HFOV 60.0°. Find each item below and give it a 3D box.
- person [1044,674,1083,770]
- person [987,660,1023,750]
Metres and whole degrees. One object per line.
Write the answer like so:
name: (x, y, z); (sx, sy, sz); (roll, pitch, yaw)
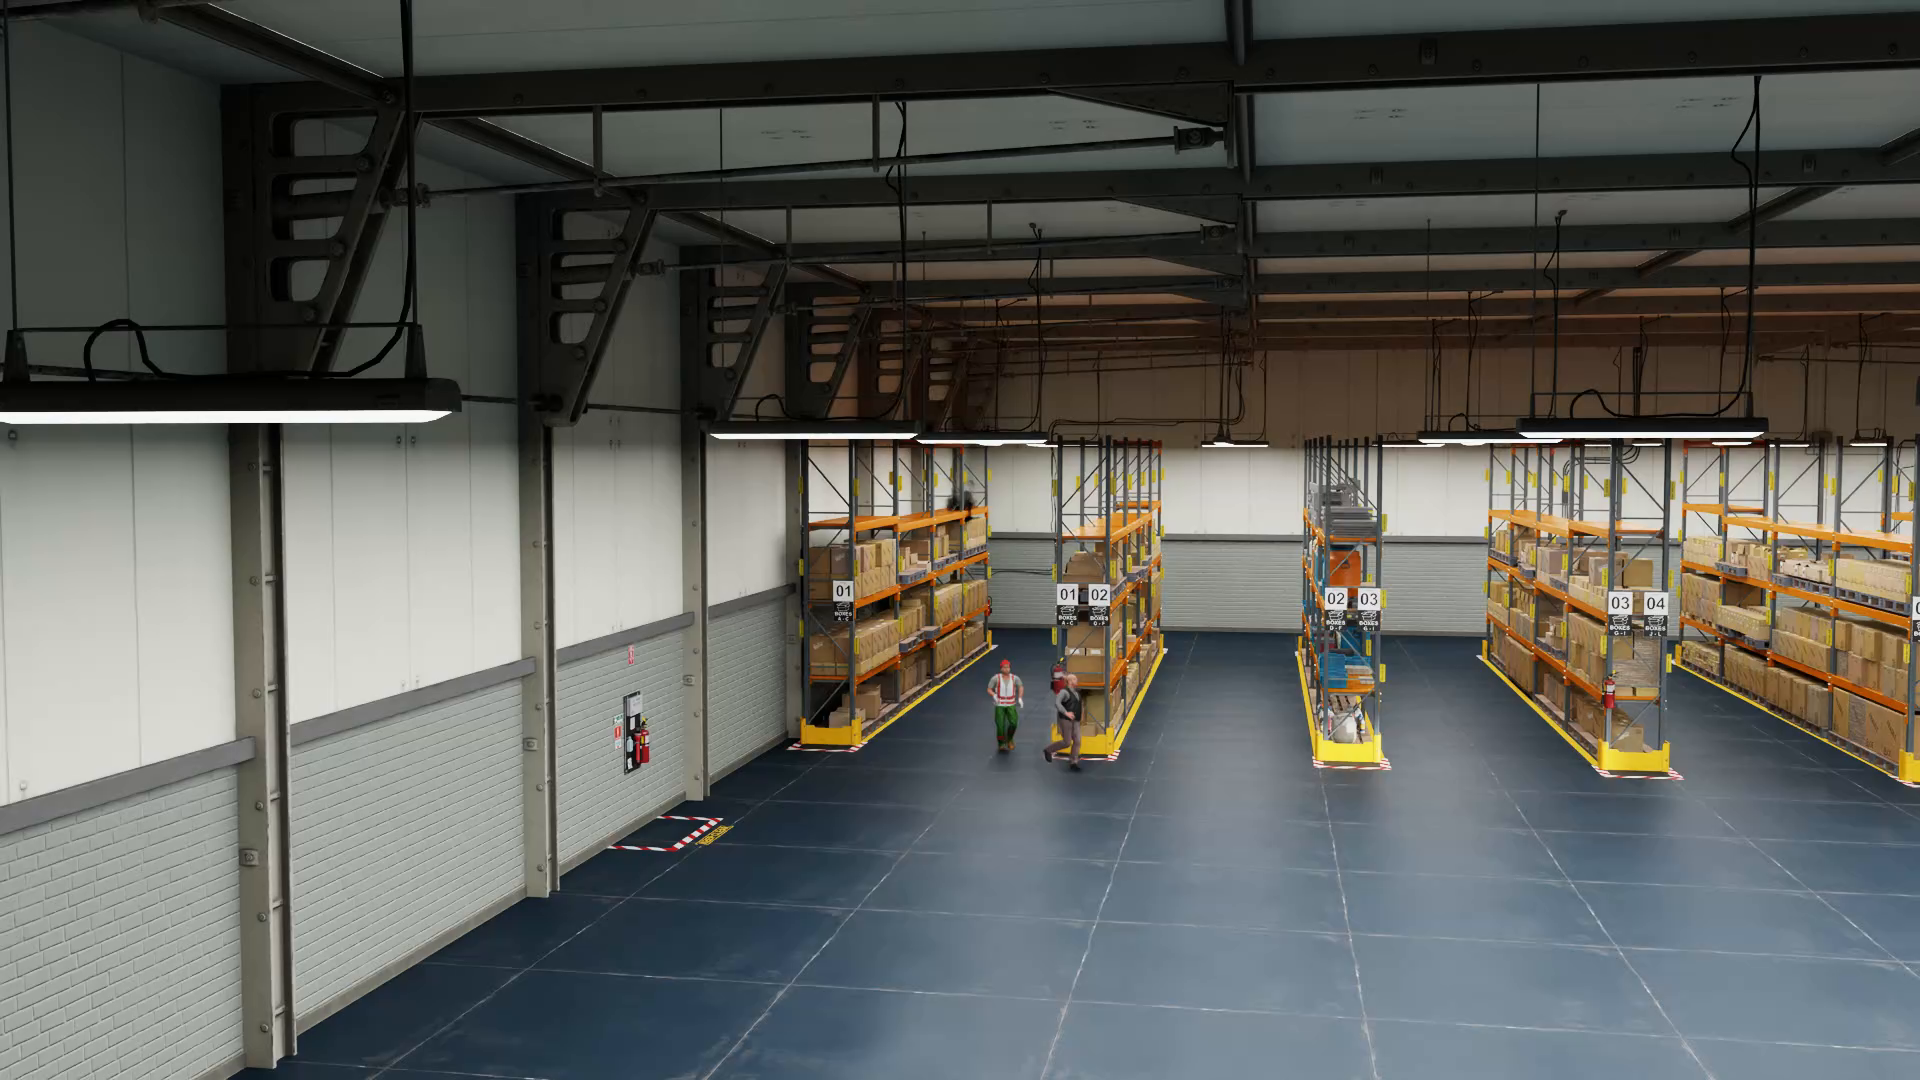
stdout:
person: (2.001, 3.262, 30.009); (0.836, 1.670, 0.713); (3, 4, 41)
person: (0.859, 3.145, 31.438); (0.697, 1.755, 0.599); (0, 3, -6)
